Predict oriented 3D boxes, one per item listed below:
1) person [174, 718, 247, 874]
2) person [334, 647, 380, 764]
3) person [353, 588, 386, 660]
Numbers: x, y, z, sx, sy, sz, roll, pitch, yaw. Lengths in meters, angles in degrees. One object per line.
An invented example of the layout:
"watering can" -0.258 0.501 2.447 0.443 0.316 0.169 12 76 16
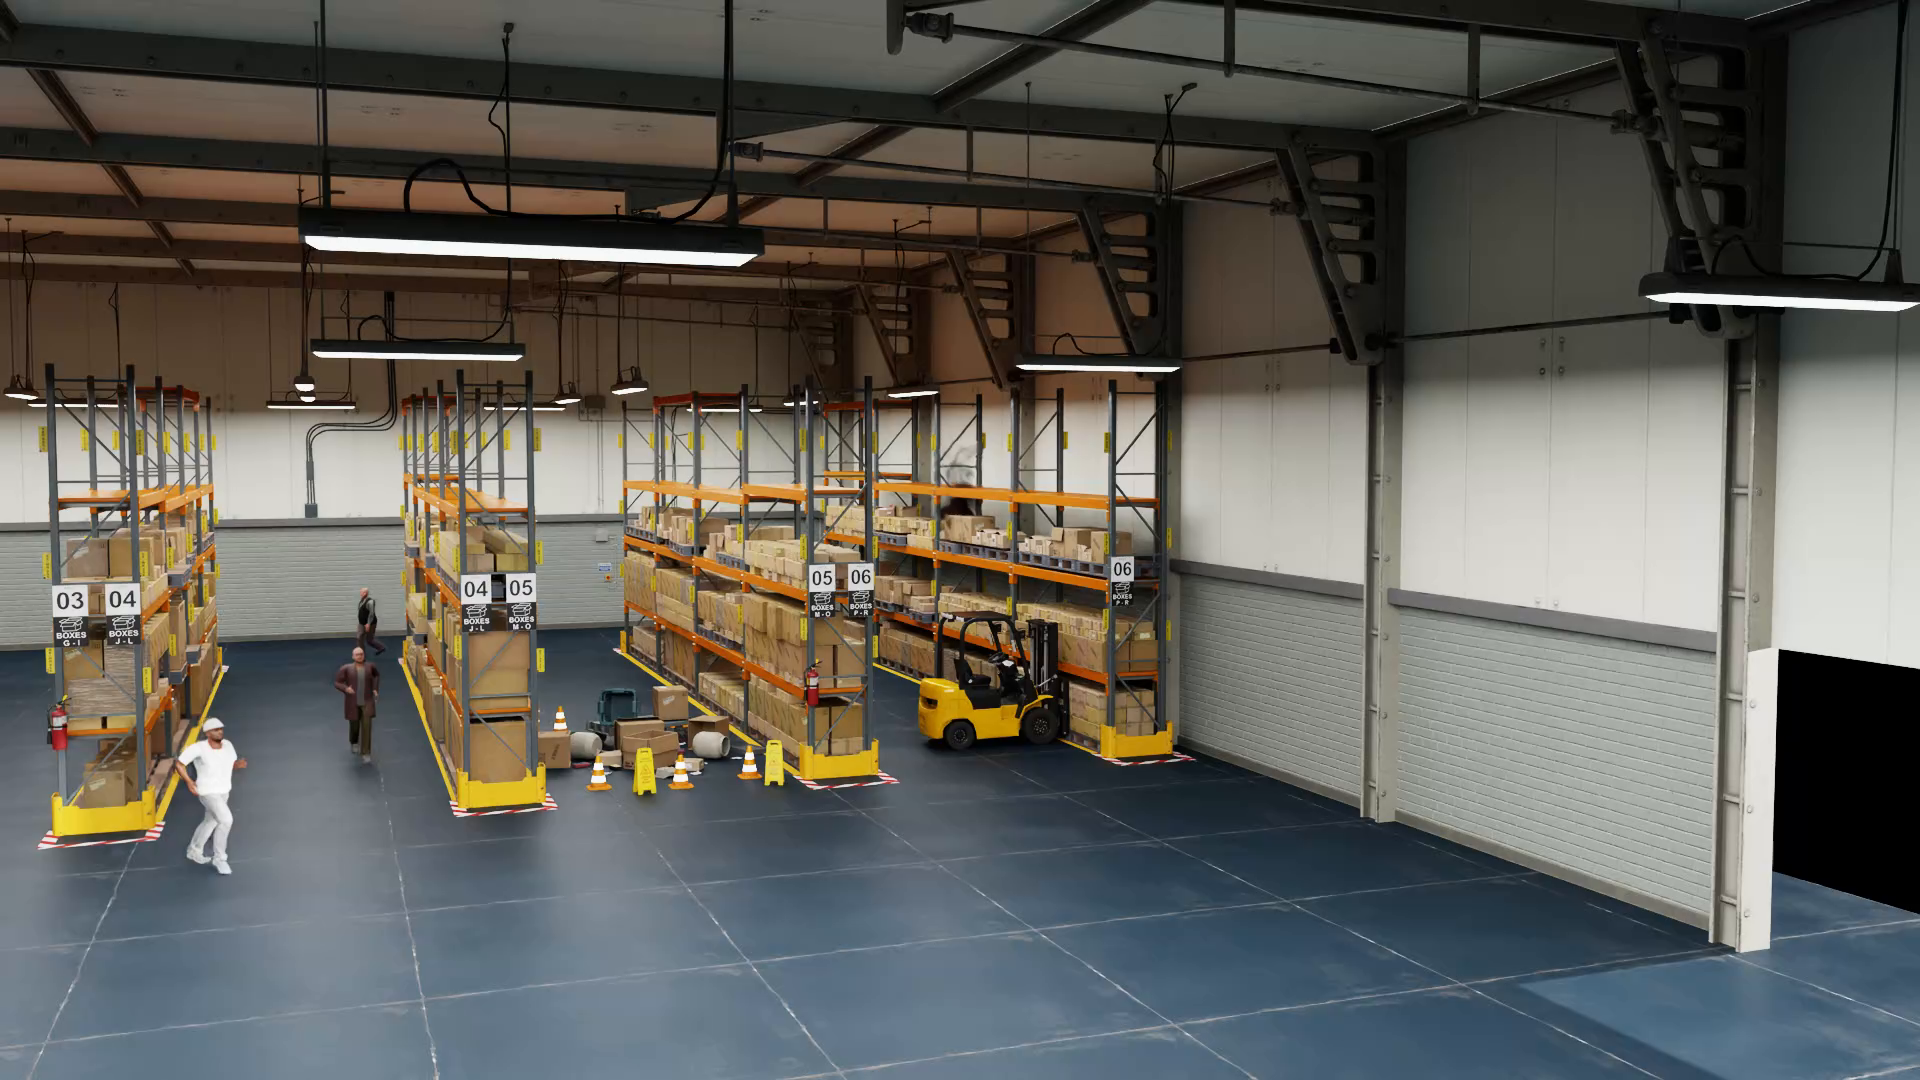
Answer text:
"person" -8.754 2.994 19.526 0.771 1.836 0.661 1 3 16
"person" -9.444 2.555 26.110 0.704 1.746 1.069 -2 4 -26
"person" -13.517 1.922 38.147 0.556 1.677 0.851 2 4 35
